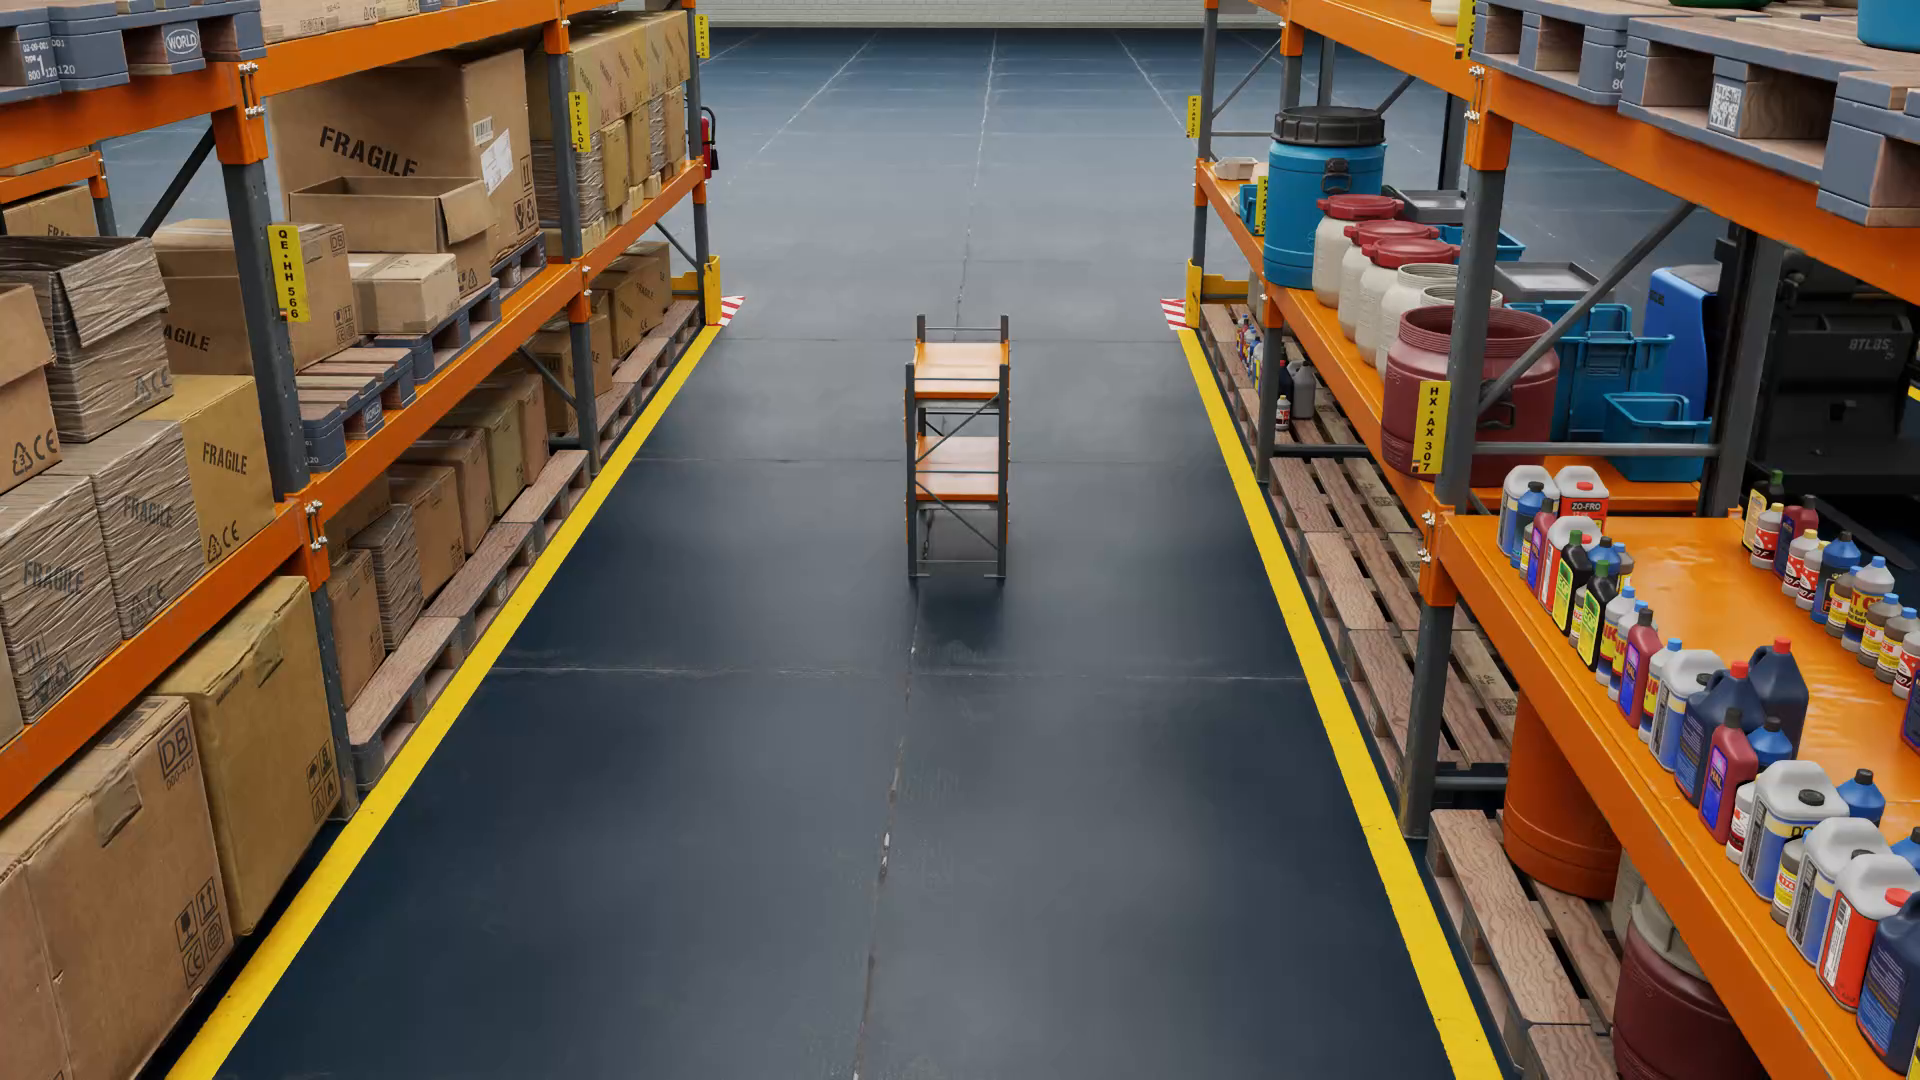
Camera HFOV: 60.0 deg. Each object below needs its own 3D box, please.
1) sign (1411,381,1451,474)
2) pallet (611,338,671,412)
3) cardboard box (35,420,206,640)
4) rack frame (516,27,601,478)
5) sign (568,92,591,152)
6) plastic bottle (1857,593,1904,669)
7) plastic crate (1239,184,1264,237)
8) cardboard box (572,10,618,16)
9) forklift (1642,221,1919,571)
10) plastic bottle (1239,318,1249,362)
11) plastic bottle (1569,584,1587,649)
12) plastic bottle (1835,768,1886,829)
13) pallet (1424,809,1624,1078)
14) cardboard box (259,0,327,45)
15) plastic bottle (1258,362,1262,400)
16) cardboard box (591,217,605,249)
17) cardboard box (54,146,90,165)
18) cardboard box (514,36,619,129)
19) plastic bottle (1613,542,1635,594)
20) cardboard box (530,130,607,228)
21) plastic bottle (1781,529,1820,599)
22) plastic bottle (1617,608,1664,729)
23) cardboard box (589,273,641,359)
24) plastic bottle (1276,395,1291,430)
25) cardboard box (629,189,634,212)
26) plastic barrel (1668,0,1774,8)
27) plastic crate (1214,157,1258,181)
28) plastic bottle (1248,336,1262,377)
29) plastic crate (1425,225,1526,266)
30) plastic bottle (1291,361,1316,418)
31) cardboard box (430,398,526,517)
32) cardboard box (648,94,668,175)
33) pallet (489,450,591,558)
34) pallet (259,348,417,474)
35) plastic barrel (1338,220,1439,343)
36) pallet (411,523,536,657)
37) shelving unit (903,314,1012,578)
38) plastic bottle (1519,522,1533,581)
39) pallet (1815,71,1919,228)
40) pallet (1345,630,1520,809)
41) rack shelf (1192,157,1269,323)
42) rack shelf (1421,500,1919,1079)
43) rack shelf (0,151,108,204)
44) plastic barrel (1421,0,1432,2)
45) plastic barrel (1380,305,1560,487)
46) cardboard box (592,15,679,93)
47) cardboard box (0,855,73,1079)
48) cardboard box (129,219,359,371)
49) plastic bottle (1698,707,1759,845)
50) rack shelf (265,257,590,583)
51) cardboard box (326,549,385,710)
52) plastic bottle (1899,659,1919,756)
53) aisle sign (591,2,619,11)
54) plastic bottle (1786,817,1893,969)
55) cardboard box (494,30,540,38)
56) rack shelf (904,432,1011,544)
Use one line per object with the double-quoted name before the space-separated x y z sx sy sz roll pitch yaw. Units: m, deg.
"sign" 1.596 -0.381 5.637 0.100 0.325 0.005 1 21 2
"pallet" -2.663 -1.187 11.797 1.003 0.211 1.213 1 21 2
"cardboard box" -2.592 -0.041 4.849 0.500 0.500 0.500 0 21 1
"rack frame" -2.682 -1.802 9.526 1.000 3.000 0.127 1 21 2
"sign" -2.128 -2.337 9.304 0.100 0.325 0.005 1 21 2
"plastic bottle" 2.517 0.244 4.529 0.097 0.201 0.097 0 21 0
"plastic crate" 2.030 -2.081 10.451 0.499 0.251 0.616 1 21 2
"cardboard box" -2.850 -3.704 12.496 0.500 0.500 0.500 1 21 2
"forklift" 4.887 -1.564 9.007 1.130 2.935 3.031 0 21 -1
"plastic bottle" 1.998 -1.398 11.633 0.061 0.283 0.133 1 21 3
"plastic bottle" 1.761 0.202 4.637 0.097 0.201 0.097 0 21 0
"plastic bottle" 1.877 0.607 3.496 0.097 0.271 0.097 0 21 0
"pallet" 2.164 1.285 5.426 1.003 0.211 1.213 1 21 2
"cardboard box" -2.535 -1.851 5.714 0.500 0.250 0.500 1 21 3
"plastic bottle" 1.969 -1.051 10.737 0.061 0.283 0.133 2 21 5
"cardboard box" -2.355 -1.849 9.996 0.380 0.149 0.250 1 21 2
"cardboard box" -7.481 -3.274 13.114 0.875 0.550 0.550 1 21 2
"cardboard box" -2.401 -2.794 10.151 0.500 0.500 0.500 1 21 2
"plastic bottle" 1.921 0.106 4.882 0.097 0.201 0.097 0 21 0
"cardboard box" -2.607 -2.149 9.871 0.875 0.500 0.500 1 21 2
"plastic bottle" 2.532 0.068 4.983 0.097 0.201 0.097 0 21 0
"plastic bottle" 1.730 0.324 4.209 0.061 0.283 0.133 1 21 2
"cardboard box" -2.618 -1.610 11.907 0.500 0.500 0.500 3 21 7
"plastic bottle" 1.968 -0.782 10.159 0.097 0.201 0.097 0 21 0
"cardboard box" -2.362 -2.211 10.929 0.380 0.149 0.250 1 21 2
"plastic barrel" 1.885 -1.442 4.087 0.294 0.245 0.294 0 21 0
"plastic crate" 2.041 -2.751 12.336 0.298 0.136 0.250 1 21 2
"plastic bottle" 2.004 -1.241 11.245 0.097 0.271 0.097 0 21 0
"plastic crate" 2.546 -1.338 8.351 0.392 0.384 0.575 1 21 2
"plastic bottle" 2.144 -0.952 10.389 0.144 0.351 0.185 1 21 2
"cardboard box" -2.756 -0.447 8.883 0.700 0.500 0.500 1 21 1
"cardboard box" -2.559 -2.872 11.735 0.875 0.500 0.500 1 21 2
"pallet" -2.705 -0.220 9.305 1.003 0.211 1.213 1 21 2
"pallet" -2.889 -0.525 6.500 1.213 0.211 1.003 1 21 2
"plastic barrel" 1.998 -1.202 7.792 0.433 0.535 0.433 0 21 0
"pallet" -2.739 0.222 8.165 1.003 0.211 1.213 1 21 2
"shelving unit" 0.000 -0.522 8.819 0.538 1.125 1.048 1 21 2
"plastic bottle" 1.776 0.021 5.102 0.097 0.201 0.097 0 21 0
"pallet" 1.951 -0.450 2.155 1.213 0.211 1.003 1 21 2
"pallet" 2.209 0.719 6.883 1.003 0.211 1.213 1 21 2
"rack shelf" 2.329 -2.135 11.379 1.077 0.370 4.000 1 21 2
"rack shelf" 2.086 0.758 3.924 1.077 0.370 4.000 1 21 2
"rack shelf" -7.576 -2.281 11.754 1.077 0.370 4.000 1 21 2
"plastic barrel" 2.450 -2.957 7.662 0.600 0.901 0.600 0 21 0
"plastic barrel" 1.858 -0.535 6.074 0.600 0.536 0.708 1 21 2
"cardboard box" -2.340 -3.517 12.015 0.500 0.500 0.500 1 21 2
"cardboard box" -2.900 1.331 3.809 1.225 0.875 0.875 0 21 0
"cardboard box" -2.911 -0.996 6.732 0.700 0.500 0.500 4 22 10
"plastic bottle" 1.713 0.523 3.697 0.061 0.283 0.133 1 21 2
"rack shelf" -2.743 -0.743 7.792 1.077 0.370 4.000 1 21 2
"cardboard box" -2.804 0.362 6.796 0.700 0.500 0.500 0 21 -1
"plastic bottle" 2.376 0.383 4.057 0.061 0.283 0.133 1 21 2
"aisle sign" -2.859 -4.486 12.849 0.394 0.787 0.004 1 21 2
"plastic bottle" 1.744 0.694 3.265 0.152 0.276 0.135 1 21 2
"cardboard box" -2.914 -2.980 10.632 0.500 0.500 0.500 1 21 2
"rack shelf" 0.000 -0.294 8.908 0.538 0.278 1.000 1 21 2
